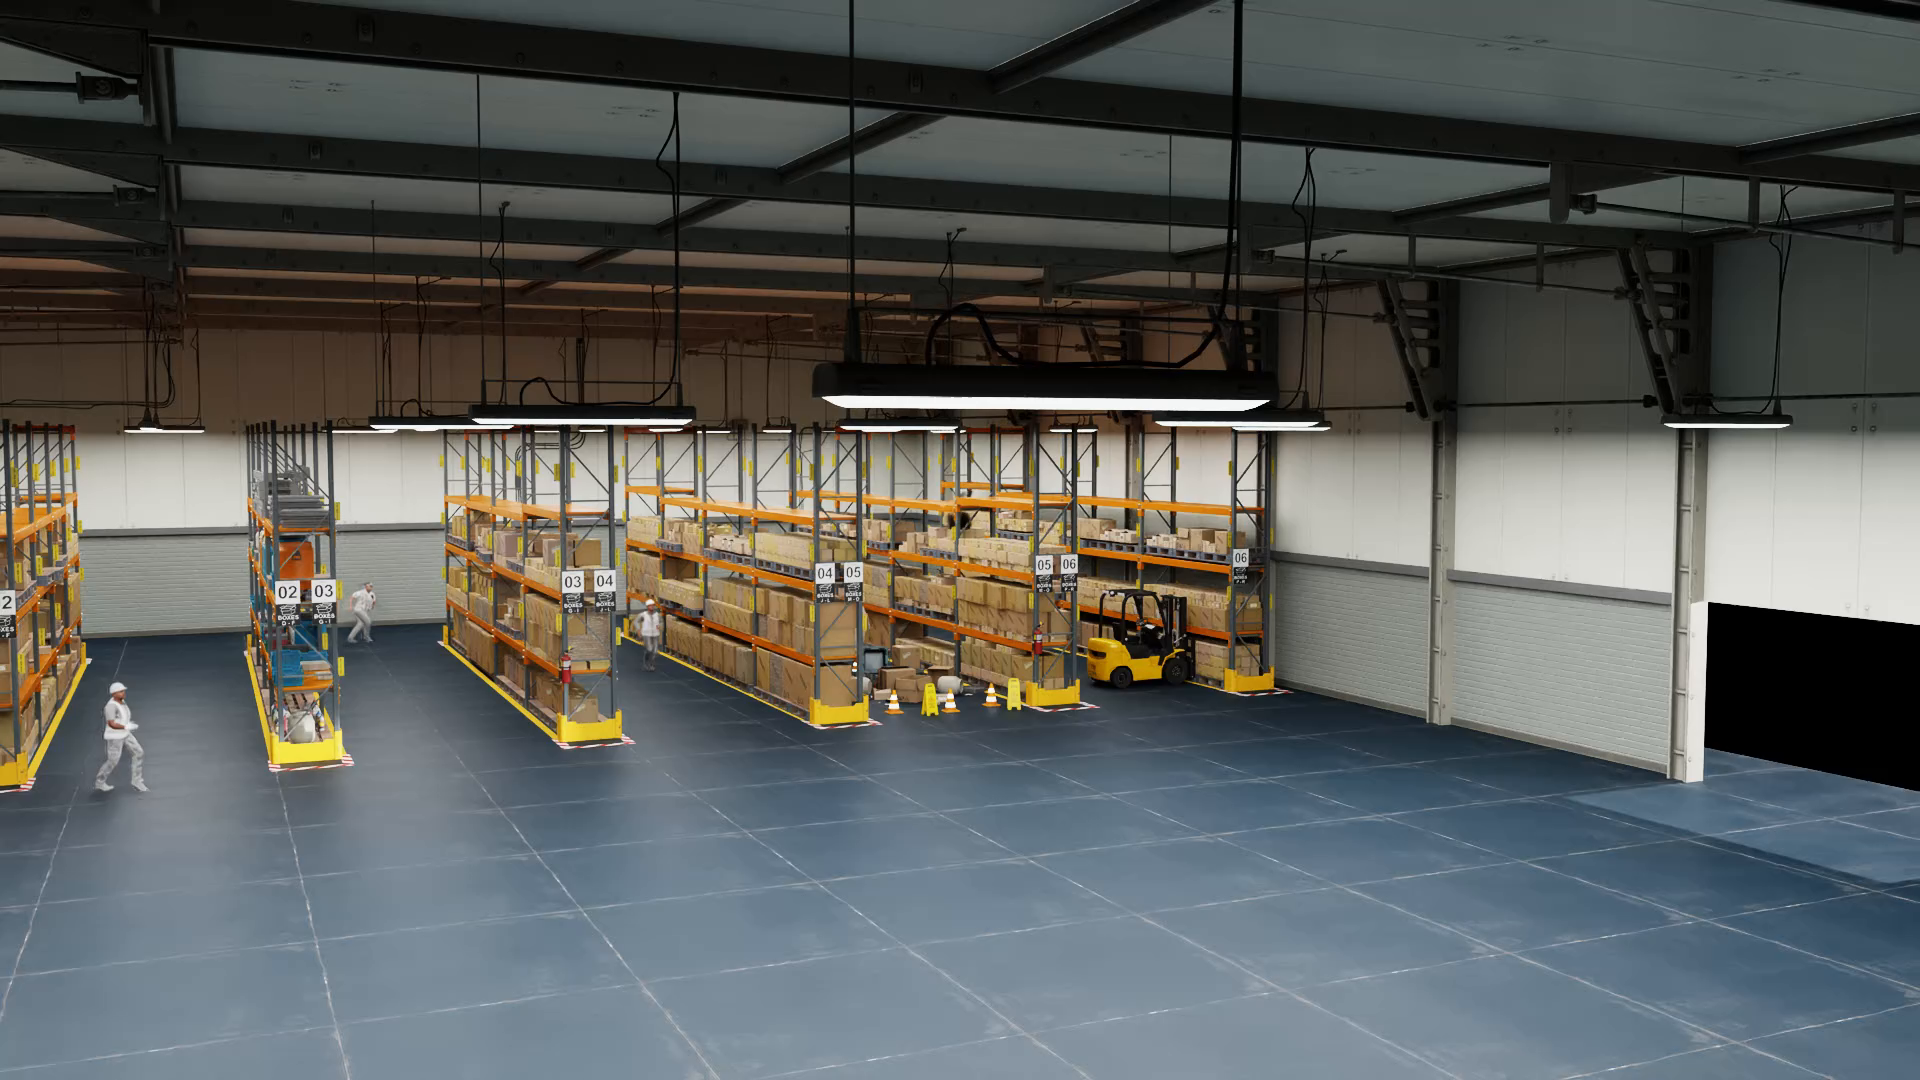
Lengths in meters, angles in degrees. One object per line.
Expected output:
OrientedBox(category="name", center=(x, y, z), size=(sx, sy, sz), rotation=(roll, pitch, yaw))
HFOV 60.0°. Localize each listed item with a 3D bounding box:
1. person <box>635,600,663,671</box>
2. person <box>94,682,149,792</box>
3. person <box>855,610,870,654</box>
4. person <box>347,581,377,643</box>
OrientedBox(category="person", center=(-7.506, 2.315, 40.346), size=(0.652, 1.731, 0.647), rotation=(-2, 4, -28))
OrientedBox(category="person", center=(-13.454, 3.174, 26.558), size=(0.785, 1.814, 0.678), rotation=(0, 4, -4))
OrientedBox(category="person", center=(-2.622, 2.299, 41.516), size=(0.700, 1.597, 1.101), rotation=(-1, 4, -18))
OrientedBox(category="person", center=(-16.523, 1.991, 46.076), size=(0.717, 1.682, 0.814), rotation=(0, 4, 8))
